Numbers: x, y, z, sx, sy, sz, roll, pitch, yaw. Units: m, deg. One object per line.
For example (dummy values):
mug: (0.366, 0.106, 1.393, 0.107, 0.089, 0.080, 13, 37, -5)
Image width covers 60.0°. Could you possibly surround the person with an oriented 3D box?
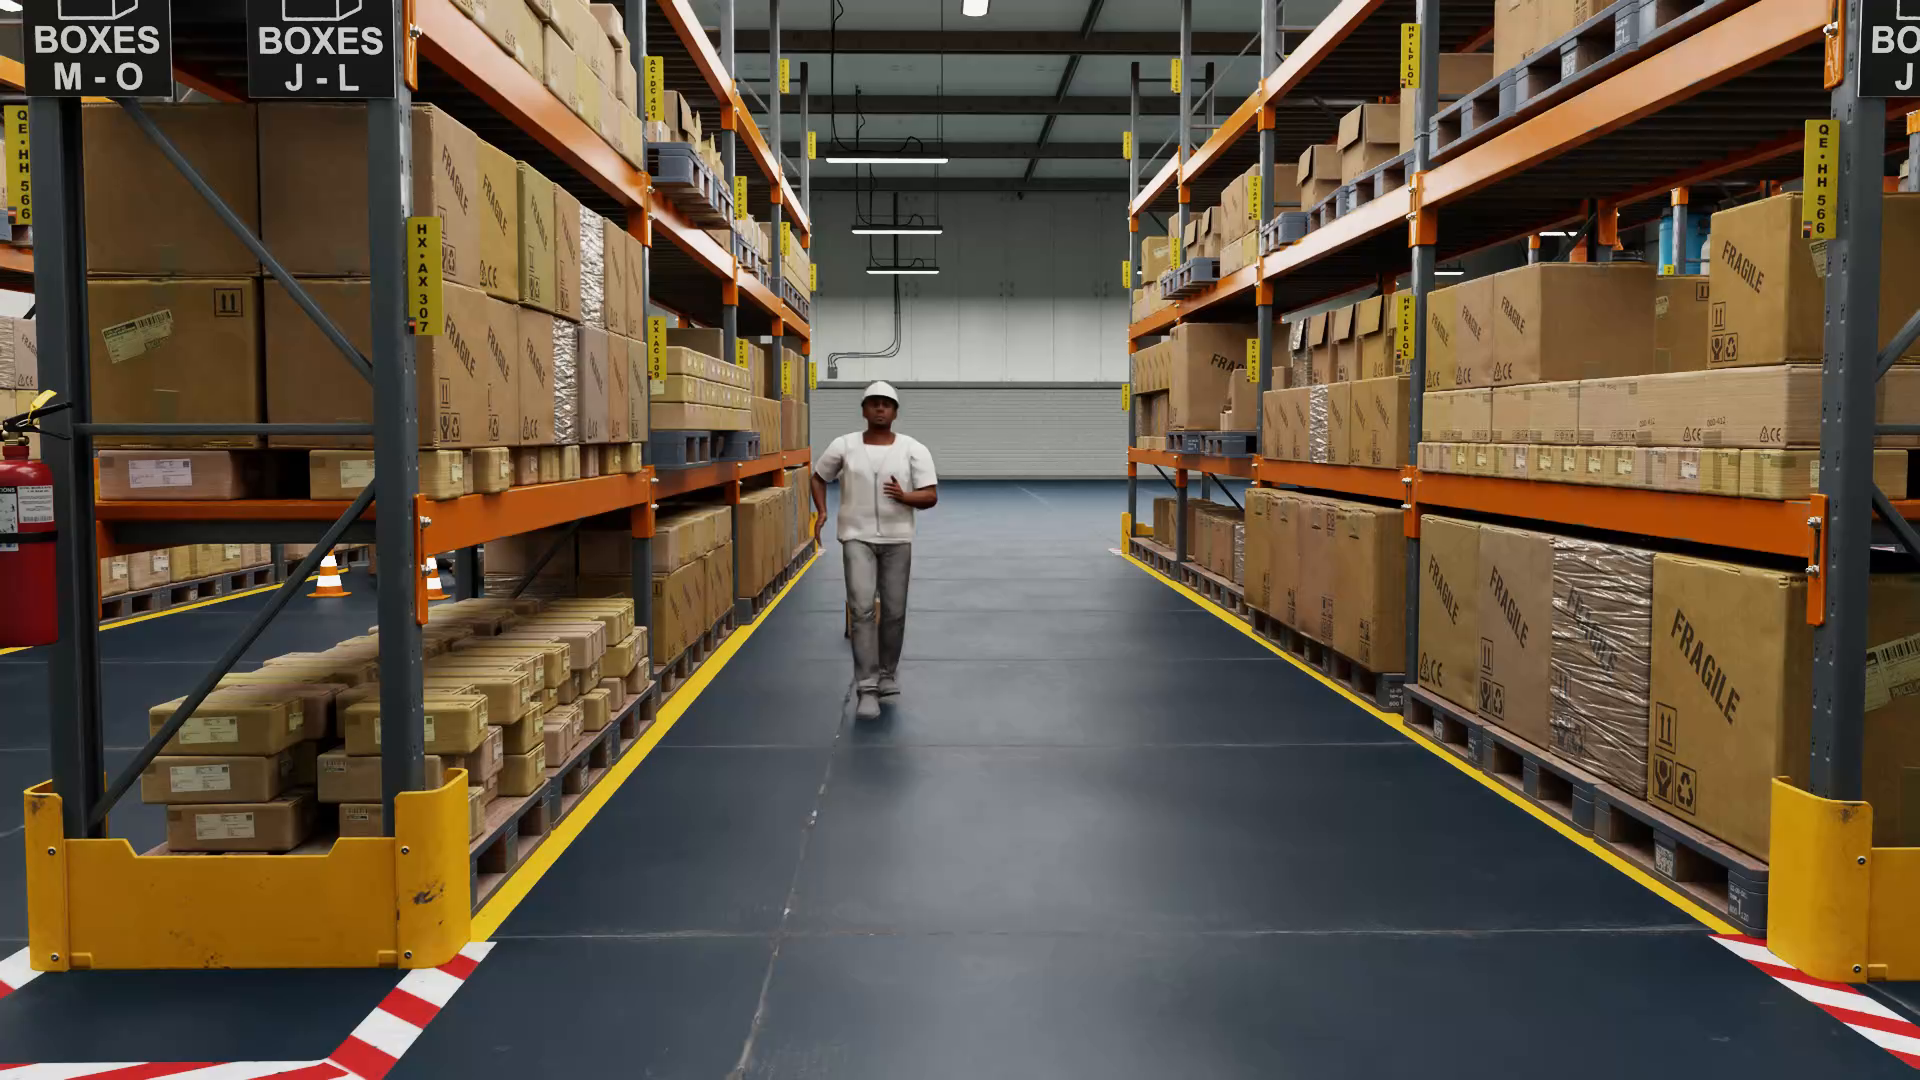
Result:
person: (-0.447, 0.029, 8.959, 0.674, 1.772, 0.782, -1, 4, -8)
